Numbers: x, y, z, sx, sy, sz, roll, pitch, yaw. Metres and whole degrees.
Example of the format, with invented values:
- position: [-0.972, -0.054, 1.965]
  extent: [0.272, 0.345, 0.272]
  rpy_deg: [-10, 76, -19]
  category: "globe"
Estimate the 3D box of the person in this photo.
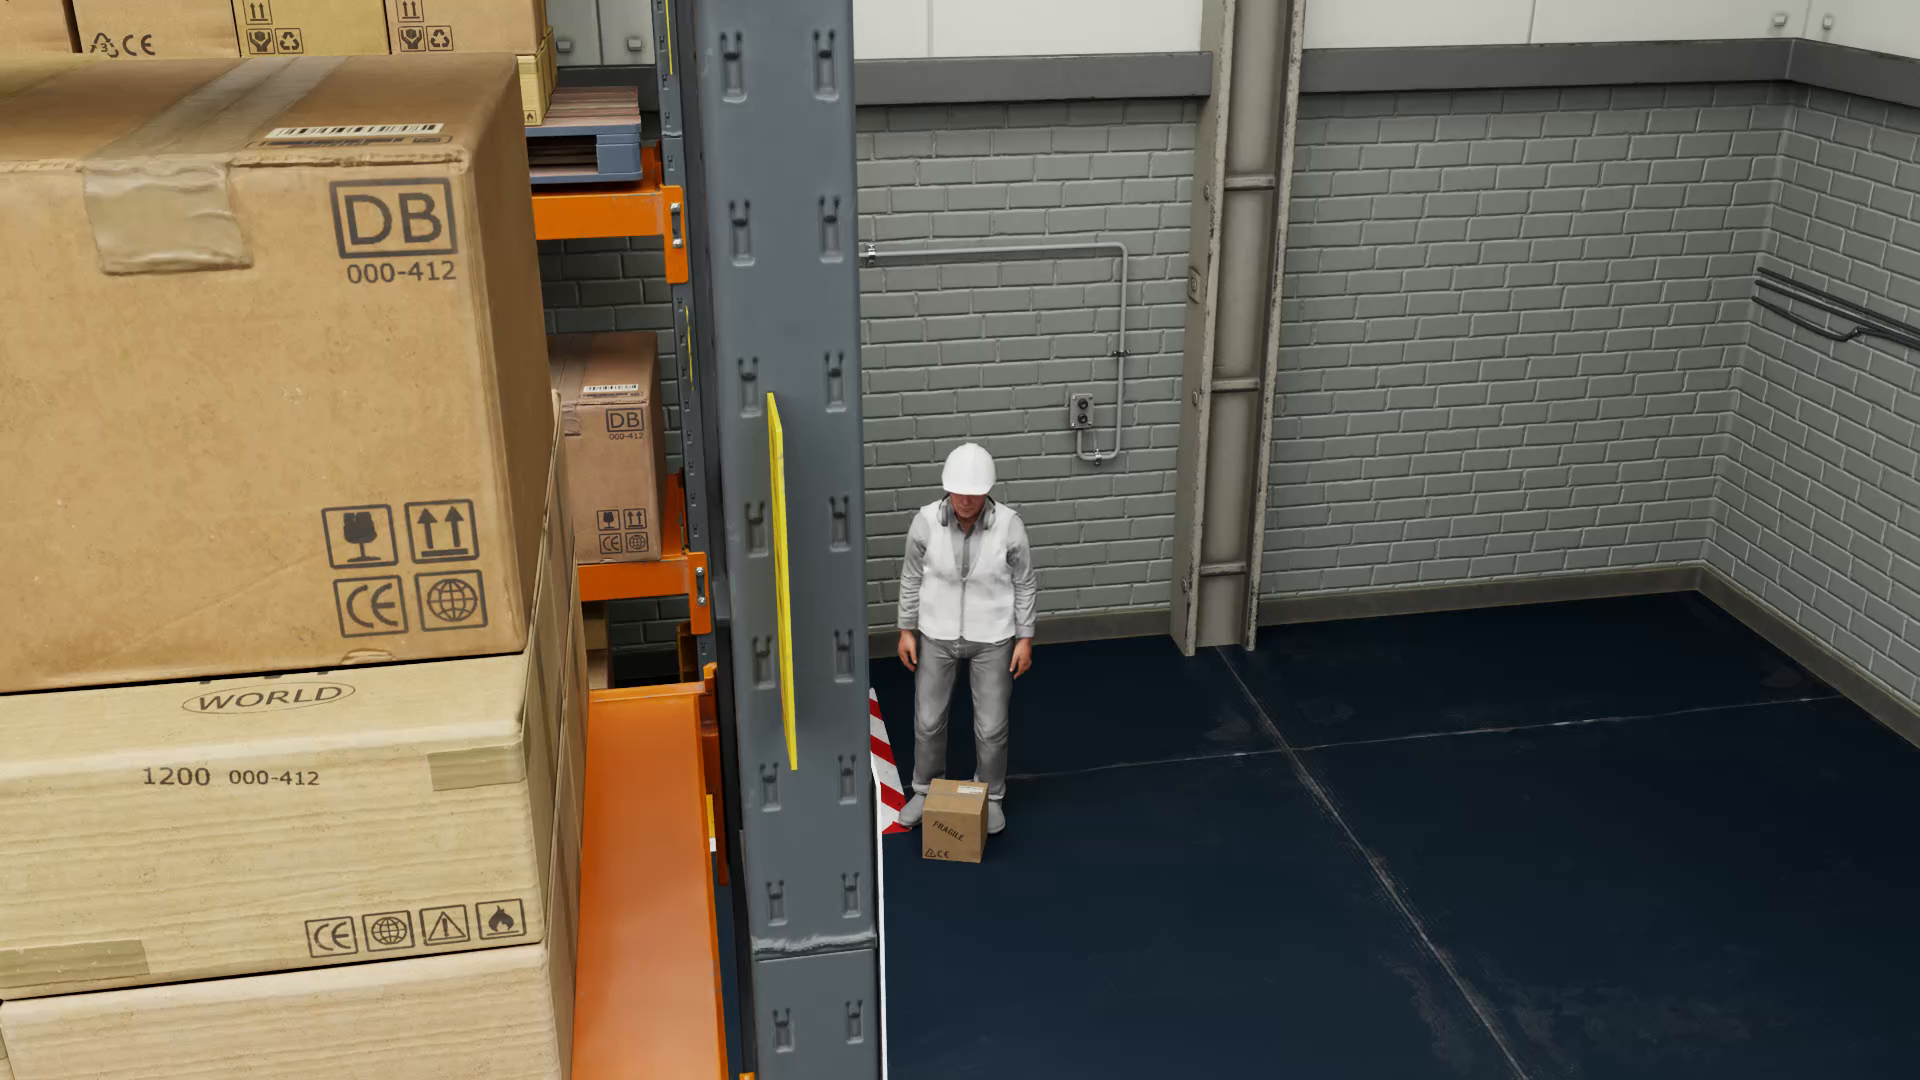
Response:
- position: [0.028, 0.411, 7.102]
  extent: [0.589, 1.772, 0.461]
  rpy_deg: [3, 23, 8]
  category: "person"
